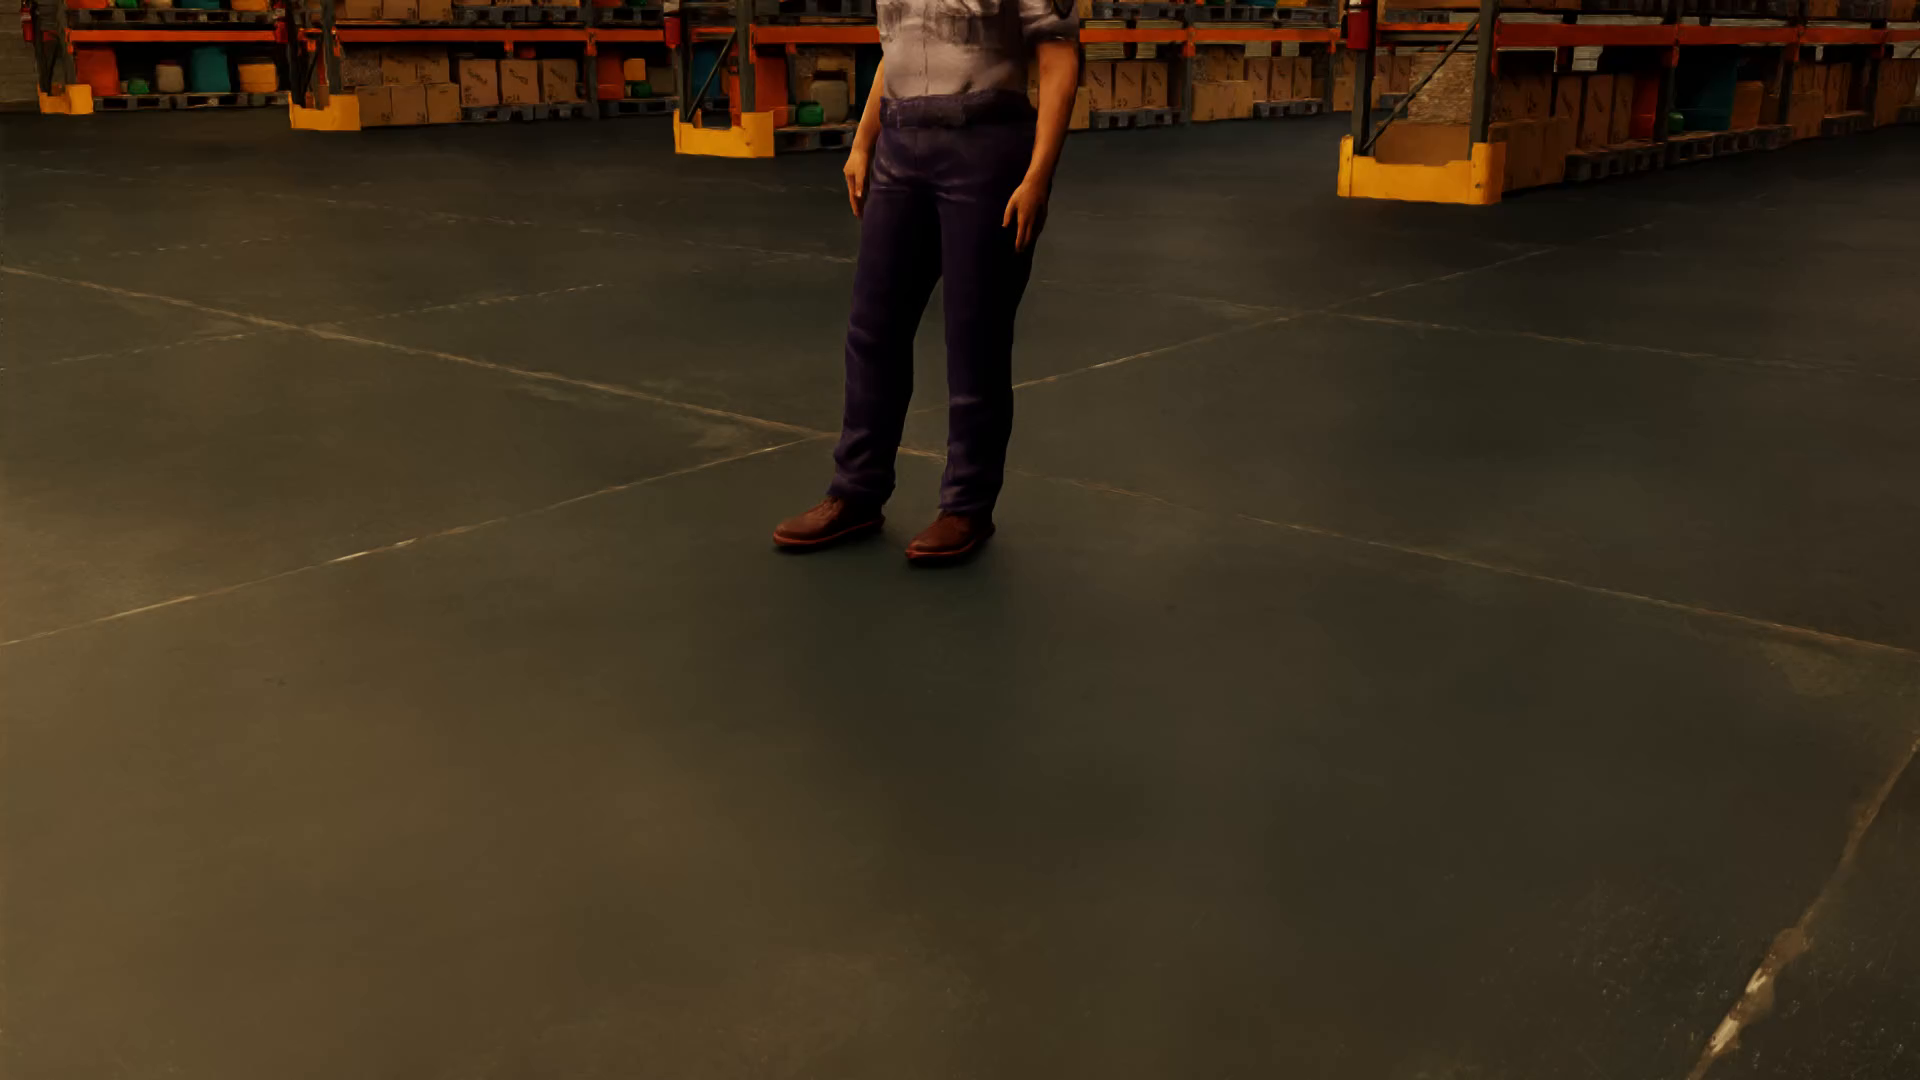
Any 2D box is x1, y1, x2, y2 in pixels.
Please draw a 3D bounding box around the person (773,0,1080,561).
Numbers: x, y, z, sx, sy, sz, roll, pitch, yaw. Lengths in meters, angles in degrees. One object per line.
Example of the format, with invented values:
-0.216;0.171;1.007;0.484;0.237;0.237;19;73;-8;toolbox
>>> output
-0.075;-0.779;3.648;0.599;1.650;0.502;13;21;37;person
